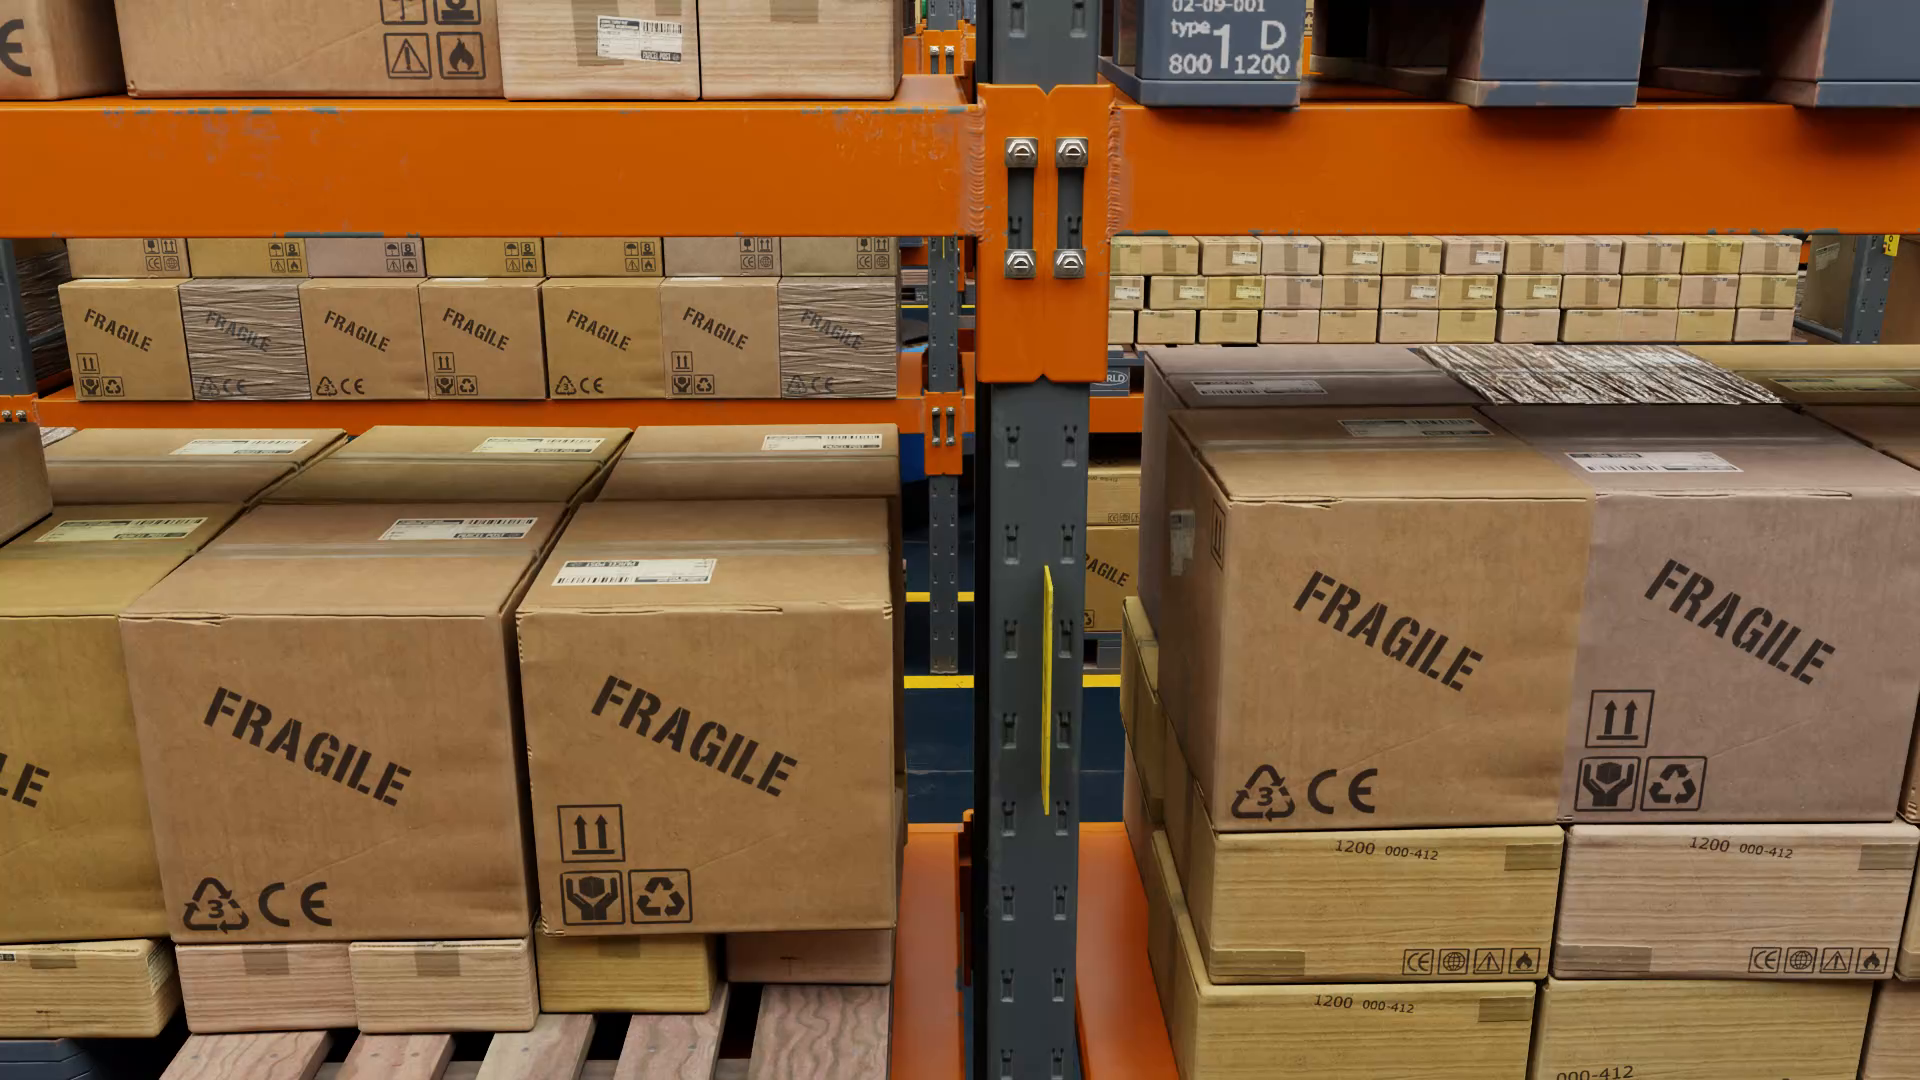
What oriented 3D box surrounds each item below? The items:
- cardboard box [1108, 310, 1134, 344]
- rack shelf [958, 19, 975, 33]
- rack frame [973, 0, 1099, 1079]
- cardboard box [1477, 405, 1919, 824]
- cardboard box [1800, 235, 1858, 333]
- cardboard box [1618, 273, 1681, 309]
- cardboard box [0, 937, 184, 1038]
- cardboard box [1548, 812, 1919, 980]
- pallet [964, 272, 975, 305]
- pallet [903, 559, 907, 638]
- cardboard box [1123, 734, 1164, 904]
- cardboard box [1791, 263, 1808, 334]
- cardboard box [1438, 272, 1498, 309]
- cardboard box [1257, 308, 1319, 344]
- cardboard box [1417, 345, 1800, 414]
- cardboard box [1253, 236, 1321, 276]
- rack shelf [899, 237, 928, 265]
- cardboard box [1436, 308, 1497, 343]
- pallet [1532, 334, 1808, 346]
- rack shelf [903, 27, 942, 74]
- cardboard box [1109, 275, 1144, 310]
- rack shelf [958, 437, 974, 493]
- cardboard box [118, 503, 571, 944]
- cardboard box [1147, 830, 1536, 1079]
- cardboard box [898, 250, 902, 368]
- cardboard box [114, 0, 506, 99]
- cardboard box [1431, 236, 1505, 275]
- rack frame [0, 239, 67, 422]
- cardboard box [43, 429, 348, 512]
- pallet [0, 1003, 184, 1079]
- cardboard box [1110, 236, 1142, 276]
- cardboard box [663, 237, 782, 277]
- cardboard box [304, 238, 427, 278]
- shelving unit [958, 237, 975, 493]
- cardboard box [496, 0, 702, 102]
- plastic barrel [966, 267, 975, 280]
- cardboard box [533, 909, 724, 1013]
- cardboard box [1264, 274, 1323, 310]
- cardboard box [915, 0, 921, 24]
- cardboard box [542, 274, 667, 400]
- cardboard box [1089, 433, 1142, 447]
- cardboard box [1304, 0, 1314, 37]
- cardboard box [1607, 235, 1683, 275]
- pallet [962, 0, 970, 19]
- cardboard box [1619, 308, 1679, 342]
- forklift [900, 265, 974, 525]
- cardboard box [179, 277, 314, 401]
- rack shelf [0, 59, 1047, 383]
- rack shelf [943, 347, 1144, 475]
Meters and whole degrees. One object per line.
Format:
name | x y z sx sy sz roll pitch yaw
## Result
cardboard box | 0.638 -0.983 7.424 0.250 0.149 0.380 1 18 2
rack shelf | 1.942 -3.571 12.037 4.000 0.370 1.077 0 18 -1
rack frame | 0.099 0.552 2.917 0.053 2.616 0.949 0 18 -1
cardboard box | 1.091 0.094 2.543 0.500 0.500 0.500 0 18 -1
cardboard box | 4.398 -1.258 7.907 0.500 0.500 0.500 0 18 -1
cardboard box | 3.013 -1.138 7.420 0.250 0.149 0.380 0 18 2
cardboard box | -1.270 0.586 2.532 0.250 0.149 0.380 0 18 0
cardboard box | 1.126 0.455 2.646 0.500 0.250 0.500 0 18 0
pallet | 0.652 -2.677 17.548 1.213 0.211 1.003 0 18 -1
pallet | -0.870 0.348 8.117 1.213 0.211 1.003 0 18 -1
cardboard box | 0.600 0.540 3.198 0.500 0.250 0.500 -1 18 -3
cardboard box | 6.393 -1.671 12.637 0.875 0.875 0.875 0 18 -1
cardboard box | 2.206 -1.132 7.403 0.250 0.149 0.380 0 18 -1
cardboard box | 1.444 -0.988 7.440 0.250 0.149 0.380 0 18 1
cardboard box | 1.124 -0.060 3.025 0.500 0.500 0.500 0 18 0
cardboard box | 1.434 -1.272 7.353 0.250 0.149 0.380 1 18 2
rack shelf | -2.058 -2.124 12.435 4.000 0.370 1.077 0 18 -1
cardboard box | 2.222 -0.991 7.449 0.250 0.149 0.380 0 18 2
pallet | 3.152 -0.929 7.848 1.213 0.211 1.003 0 18 -1
rack shelf | -2.080 -2.037 7.253 4.000 0.370 1.077 0 18 -1
cardboard box | 0.677 -1.126 7.382 0.250 0.149 0.380 1 18 2
rack shelf | 0.166 -0.321 9.447 0.480 0.518 0.431 0 18 -1
cardboard box | -0.868 0.254 2.506 0.500 0.500 0.500 -1 18 -2
cardboard box | 0.592 0.697 2.711 0.500 0.250 0.500 -1 18 -2
cardboard box | -0.534 -1.089 7.867 0.500 0.500 0.500 0 18 0
cardboard box | -0.849 -0.924 2.442 0.500 0.500 0.700 0 18 -1
cardboard box | 2.217 -1.276 7.364 0.250 0.149 0.380 -1 18 -3
rack frame | -4.080 -0.941 7.571 0.127 3.000 1.000 0 18 -1
cardboard box | -1.407 0.102 2.980 0.500 0.500 0.500 0 18 0
pallet | -1.880 0.664 2.881 1.213 0.211 1.003 0 18 -1
cardboard box | 0.653 -1.269 7.344 0.250 0.149 0.380 -1 18 -2
cardboard box | -1.035 -1.482 7.457 0.500 0.500 0.700 -1 18 -2
cardboard box | -2.564 -1.475 7.433 0.500 0.500 0.700 0 18 0
shelving unit | 0.166 -1.001 9.229 0.503 2.100 0.431 0 18 -1
cardboard box | -0.462 -0.689 2.284 0.250 0.149 0.380 0 18 -1
plastic barrel | 0.353 -3.163 17.362 0.708 0.830 0.600 0 18 -1
cardboard box | -0.492 0.567 2.593 0.250 0.149 0.380 0 18 0
cardboard box | 1.445 -1.130 7.397 0.250 0.149 0.380 0 18 -1
cardboard box | -0.529 -3.756 11.679 0.500 0.250 0.500 0 18 -1
cardboard box | -1.525 -0.920 7.340 0.500 0.500 0.500 -1 18 -2
cardboard box | 0.599 -0.411 8.095 0.500 0.250 0.500 -1 18 -2
cardboard box | 1.494 -2.367 6.940 0.500 0.500 0.500 0 18 -1
cardboard box | 2.994 -1.280 7.376 0.250 0.149 0.380 -1 18 -3
pallet | 0.630 -5.301 16.560 1.213 0.211 1.003 0 18 -1
cardboard box | 3.016 -0.996 7.465 0.250 0.149 0.380 0 18 -1
forklift | -1.194 -1.805 10.375 3.031 2.935 1.130 17 24 42
cardboard box | -3.045 -0.912 7.316 0.500 0.500 0.500 0 18 0
rack shelf | -1.901 -0.525 2.542 4.000 0.370 1.077 0 18 -1
rack shelf | 1.919 -0.628 7.771 4.000 0.370 1.077 0 18 -1
